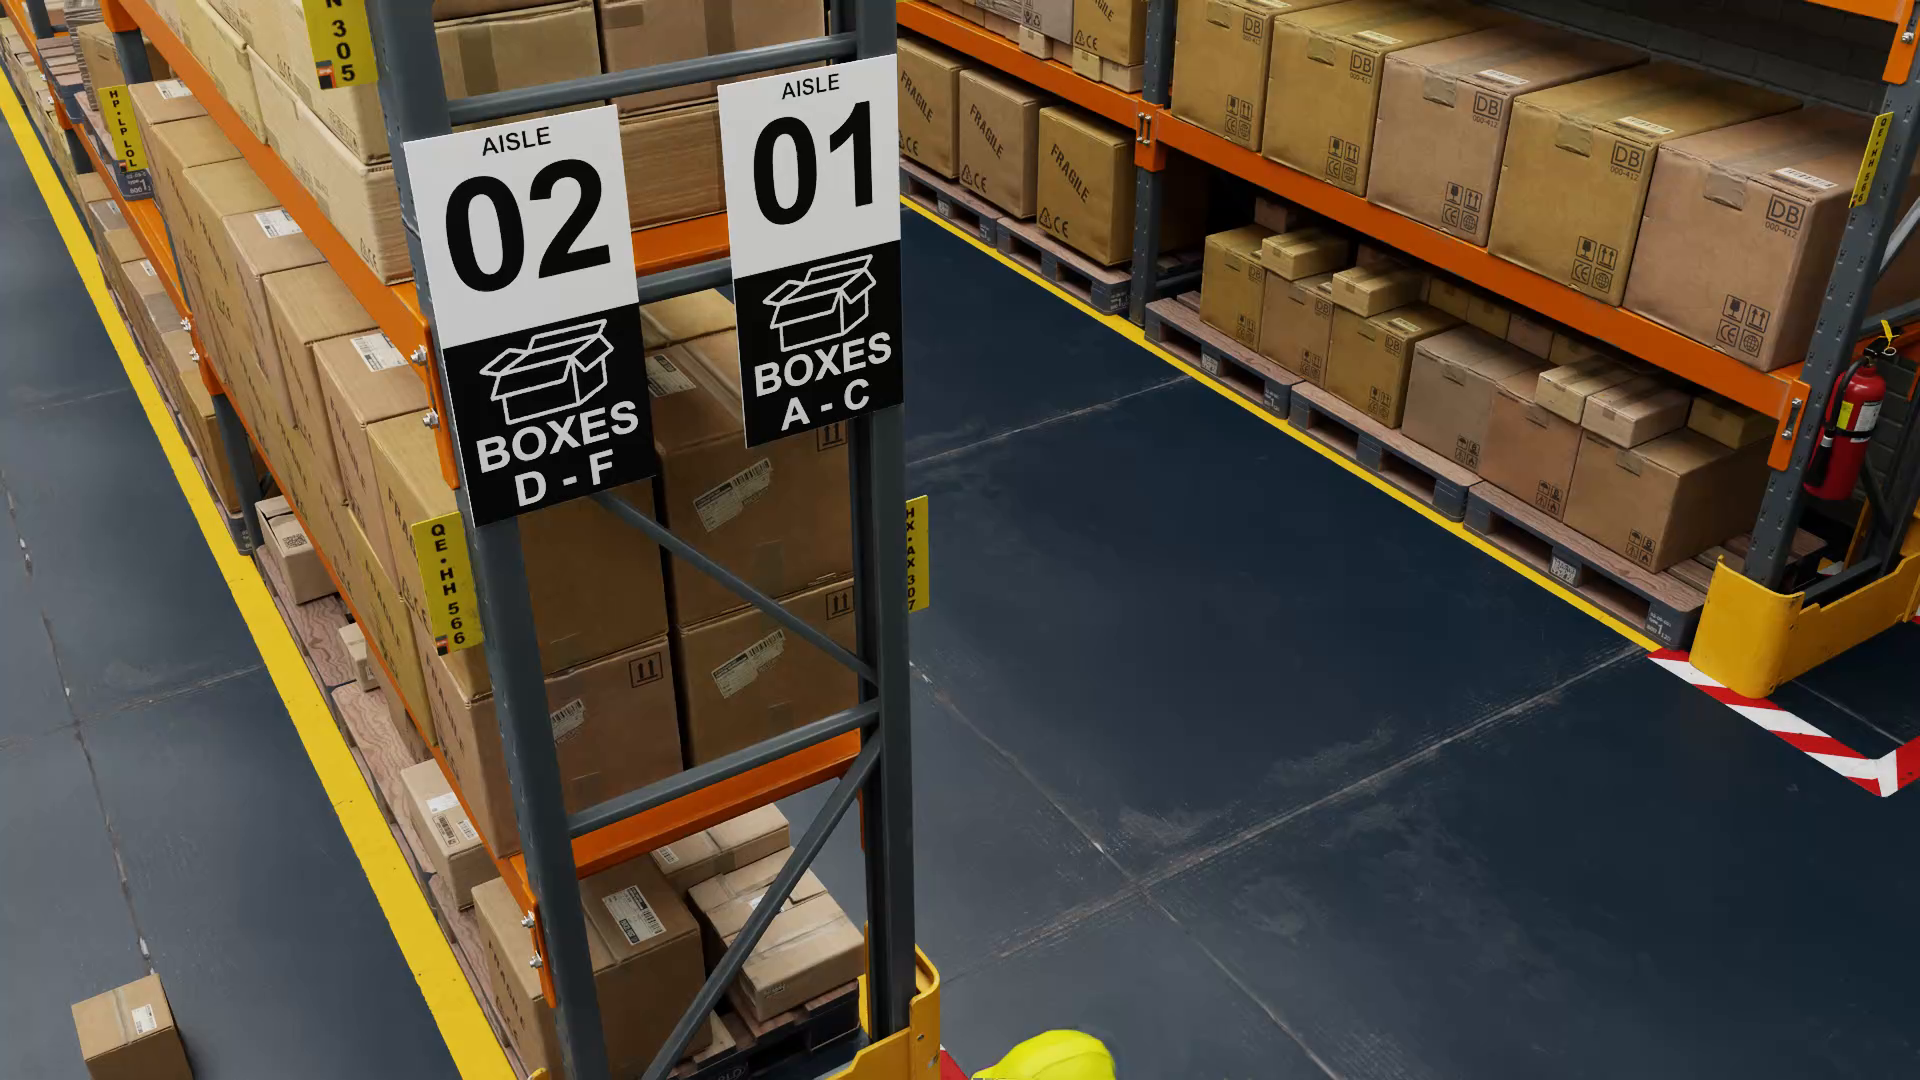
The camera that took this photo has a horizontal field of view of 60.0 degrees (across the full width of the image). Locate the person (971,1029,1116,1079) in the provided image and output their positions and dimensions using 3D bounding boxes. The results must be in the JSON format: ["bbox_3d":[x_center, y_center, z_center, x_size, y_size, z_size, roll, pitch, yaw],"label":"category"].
[{"bbox_3d":[0.251,1.621,3.538,0.618,1.749,0.617,-20,37,-28],"label":"person"}]
